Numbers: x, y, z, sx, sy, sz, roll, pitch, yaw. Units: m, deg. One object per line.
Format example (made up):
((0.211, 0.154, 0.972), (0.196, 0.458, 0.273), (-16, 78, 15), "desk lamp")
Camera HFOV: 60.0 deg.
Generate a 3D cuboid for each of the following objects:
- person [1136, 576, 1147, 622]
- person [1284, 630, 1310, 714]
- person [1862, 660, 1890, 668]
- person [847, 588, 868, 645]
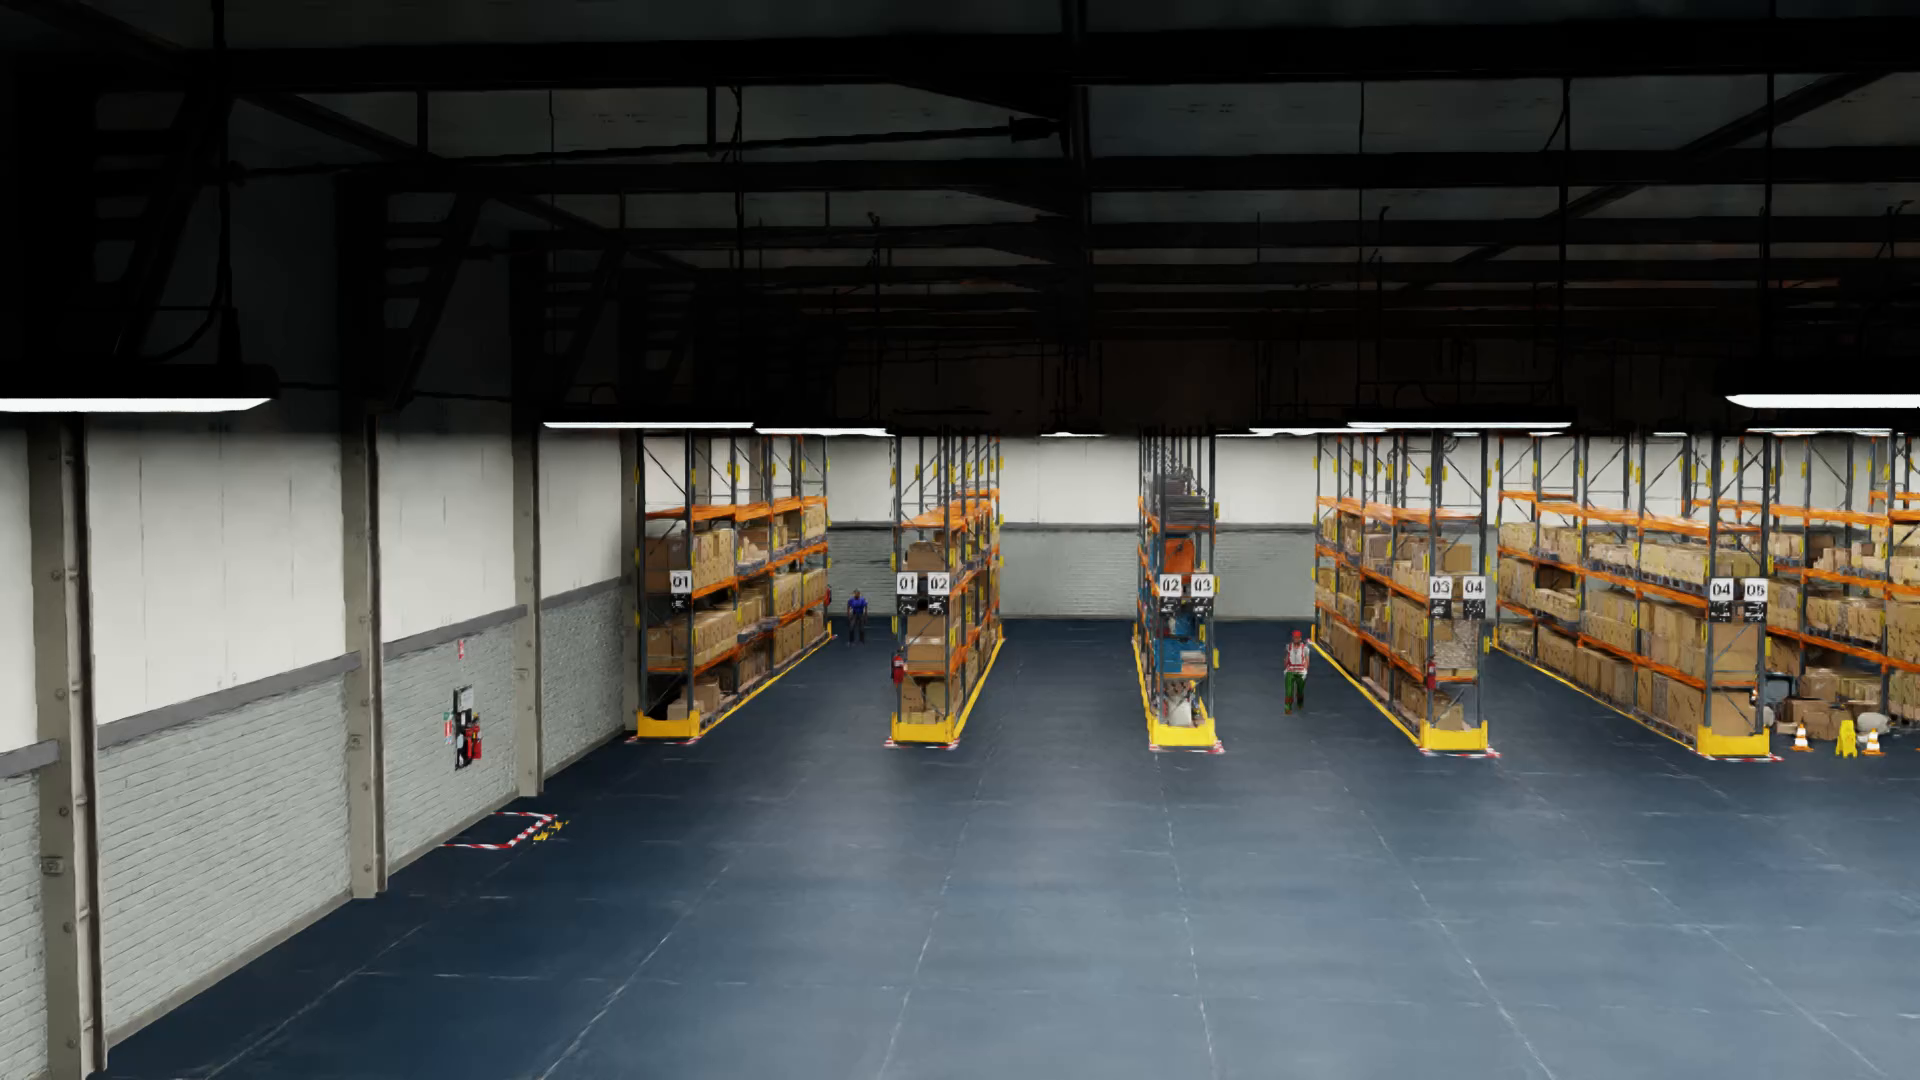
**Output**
((5.629, 1.835, 50.989), (0.410, 1.522, 0.958), (1, 4, 14), "person")
((7.017, 2.737, 34.660), (0.531, 1.728, 1.037), (1, 4, 13), "person")
((22.969, 2.286, 41.635), (0.595, 1.783, 0.683), (2, 4, 24), "person")
((-2.846, 2.122, 46.154), (0.592, 1.604, 0.517), (0, 3, 2), "person")
